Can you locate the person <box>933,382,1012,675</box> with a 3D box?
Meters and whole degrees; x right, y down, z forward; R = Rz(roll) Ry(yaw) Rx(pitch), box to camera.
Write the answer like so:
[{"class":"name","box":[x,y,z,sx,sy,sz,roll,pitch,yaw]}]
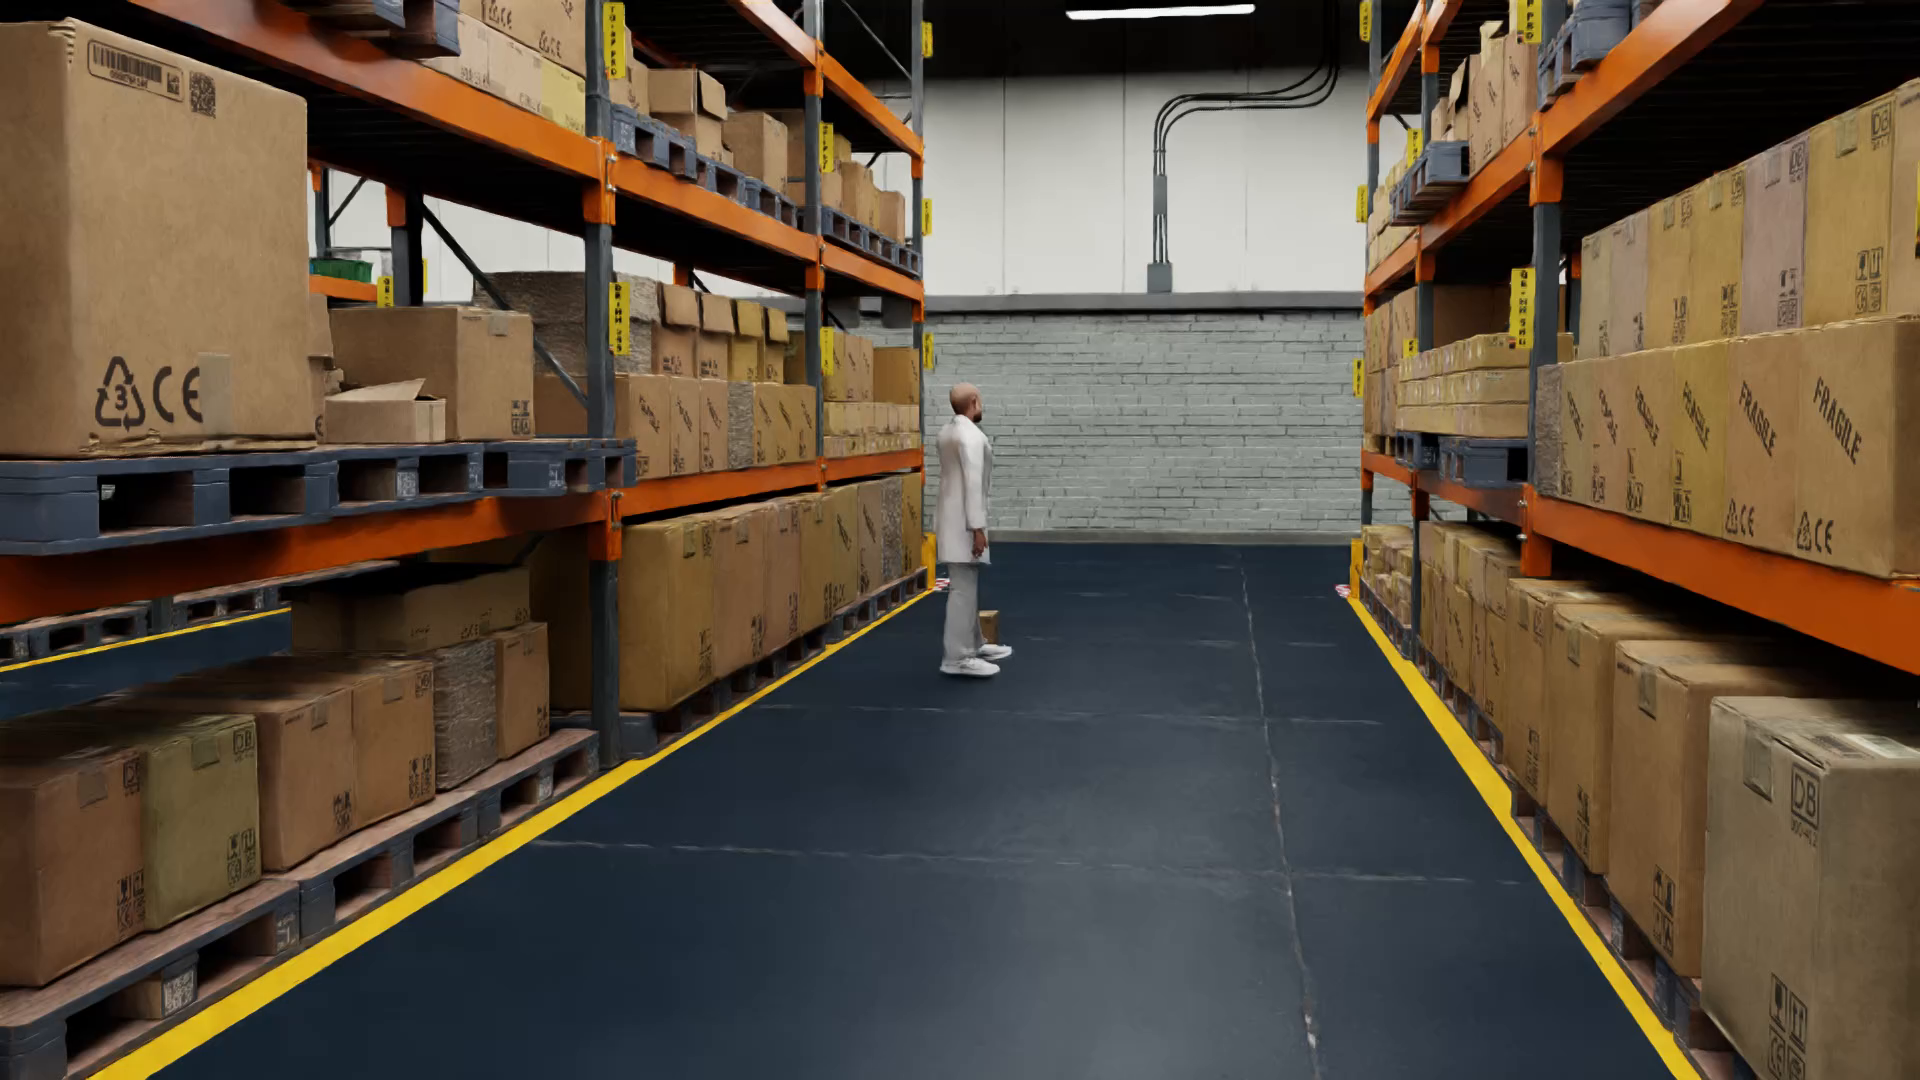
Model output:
[{"class":"person","box":[0.118,-0.079,10.310,0.555,1.786,0.662,-2,5,-20]}]
